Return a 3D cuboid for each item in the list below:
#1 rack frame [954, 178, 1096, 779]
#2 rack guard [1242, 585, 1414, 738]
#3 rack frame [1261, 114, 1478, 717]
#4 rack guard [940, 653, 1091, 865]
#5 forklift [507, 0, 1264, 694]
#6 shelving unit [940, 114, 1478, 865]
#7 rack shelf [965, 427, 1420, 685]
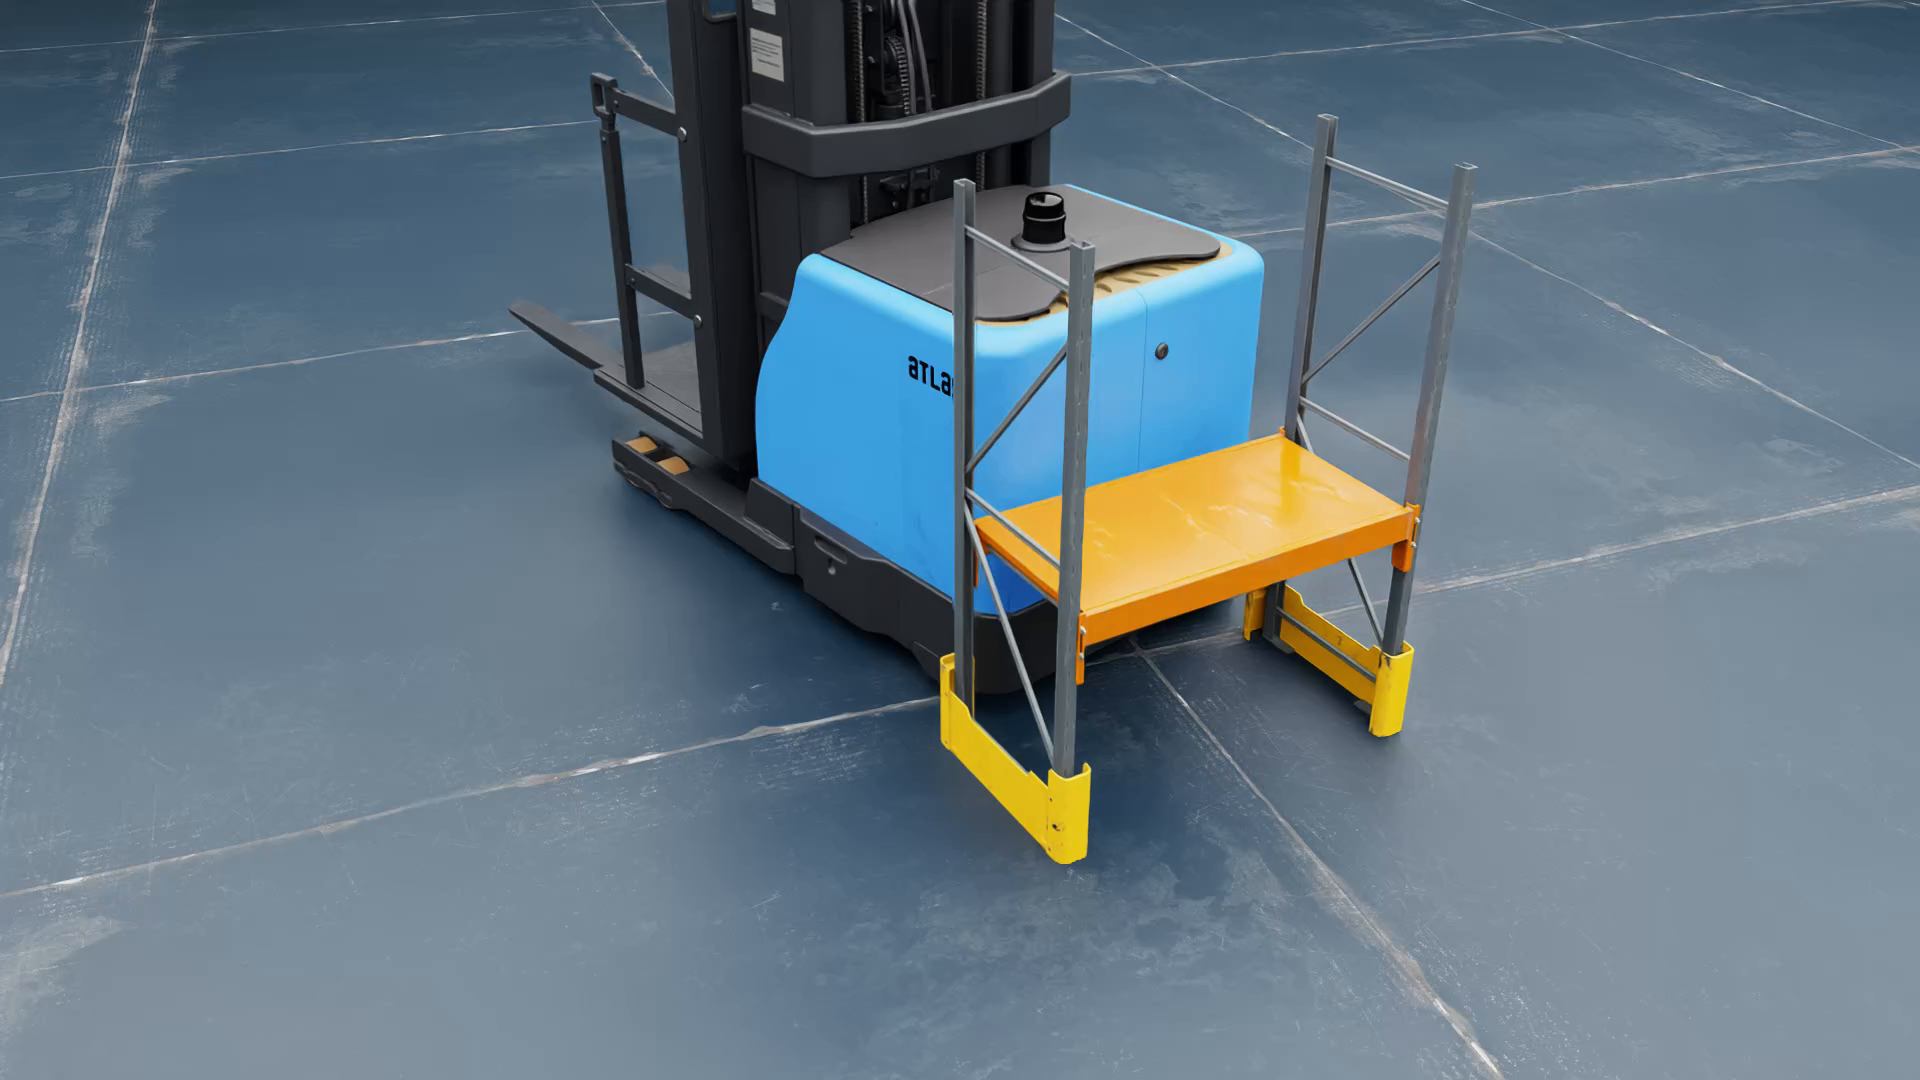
[{"bbox_3d":[0.124,-0.019,3.768,0.032,1.500,0.500,-16,33,-26],"label":"rack frame"},{"bbox_3d":[0.986,0.275,4.514,0.087,0.250,0.587,-16,33,-26],"label":"rack guard"},{"bbox_3d":[1.003,-0.272,4.213,0.032,1.500,0.500,-16,33,-26],"label":"rack frame"},{"bbox_3d":[0.125,0.524,4.078,0.087,0.250,0.587,-16,33,-26],"label":"rack guard"},{"bbox_3d":[-0.504,-1.520,4.957,1.130,2.935,3.031,-23,37,-34],"label":"forklift"},{"bbox_3d":[0.556,-0.143,3.987,1.083,1.500,0.587,-16,33,-26],"label":"shelving unit"},{"bbox_3d":[0.563,0.011,4.080,1.000,0.185,0.538,-16,33,-26],"label":"rack shelf"}]
